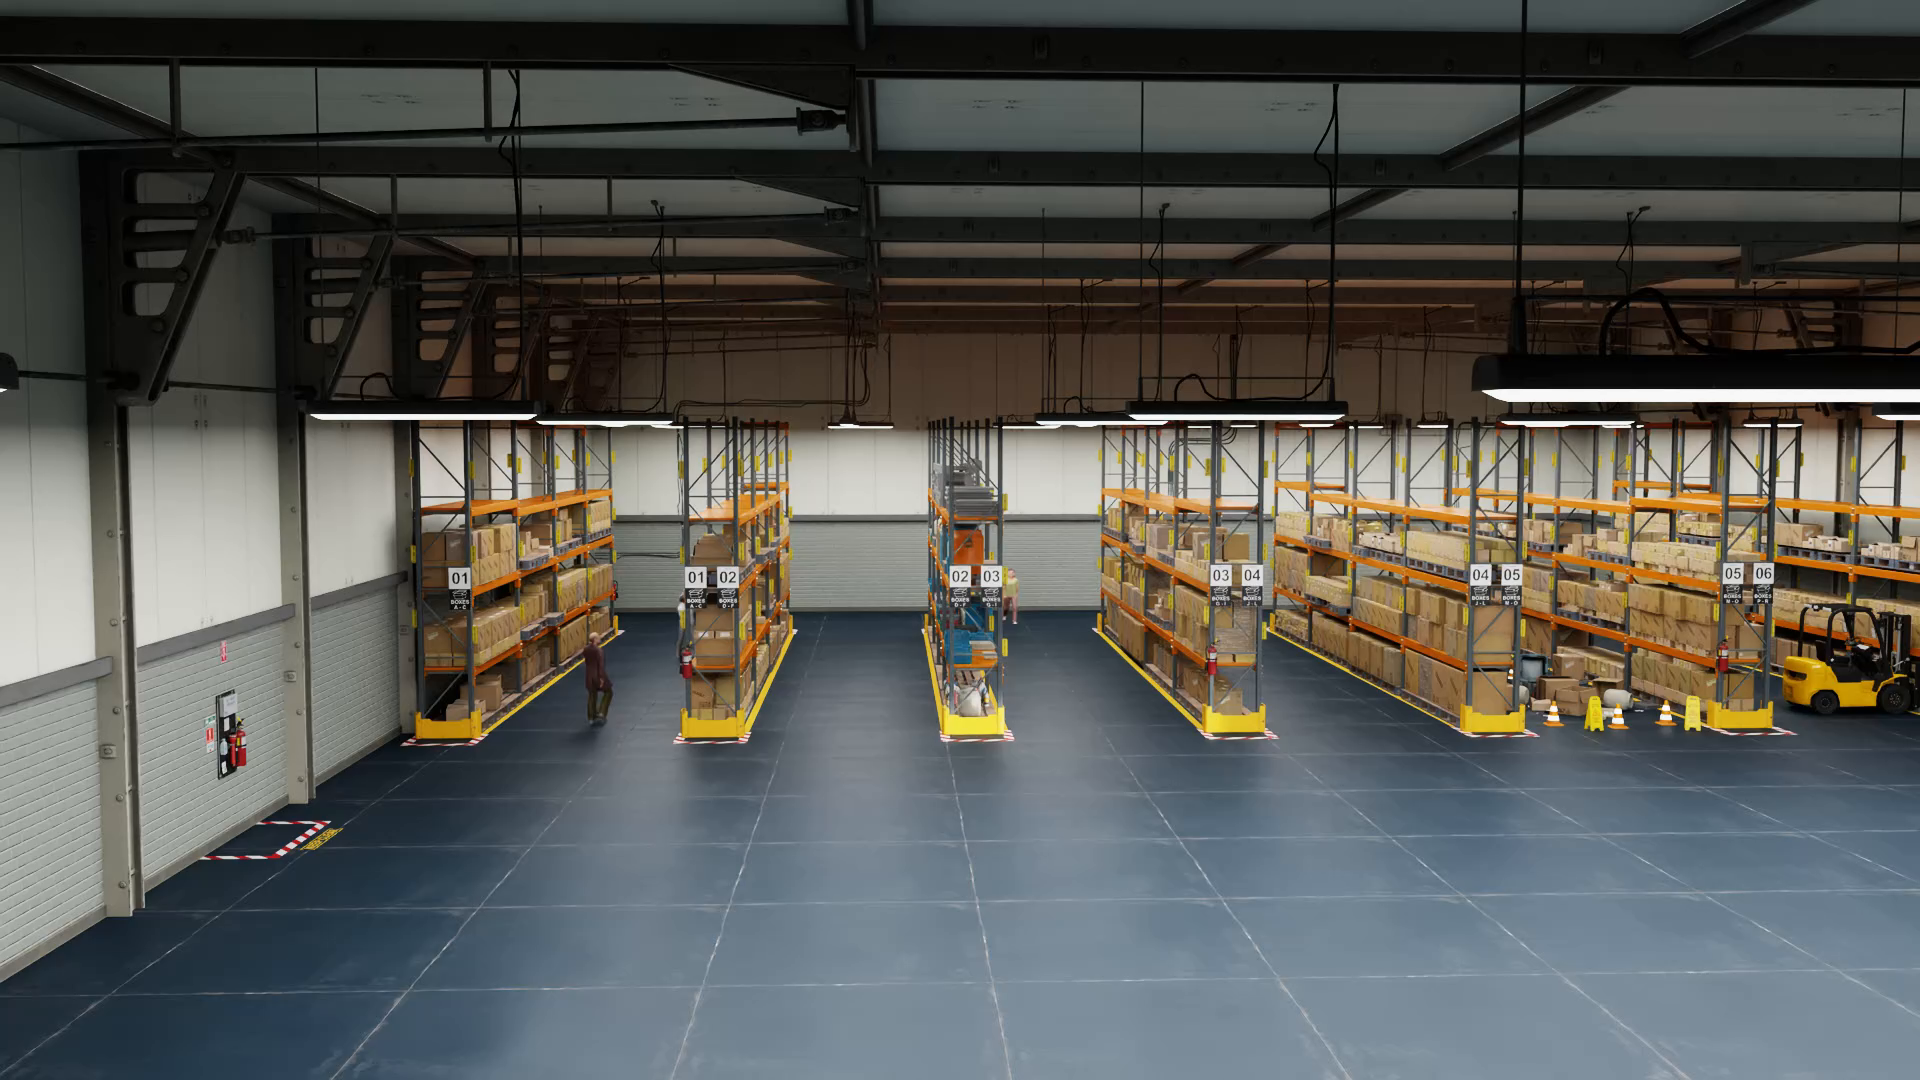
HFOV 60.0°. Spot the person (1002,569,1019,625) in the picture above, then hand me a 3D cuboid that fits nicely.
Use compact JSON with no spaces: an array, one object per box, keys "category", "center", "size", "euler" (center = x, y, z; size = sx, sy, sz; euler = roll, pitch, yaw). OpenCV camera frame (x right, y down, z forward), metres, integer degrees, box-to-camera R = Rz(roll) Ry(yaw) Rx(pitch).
[{"category":"person","center":[1.513,1.671,49.454],"size":[0.471,1.628,0.925],"euler":[-1,4,-8]}]

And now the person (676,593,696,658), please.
[{"category":"person","center":[-6.876,2.161,42.093],"size":[0.622,1.690,0.569],"euler":[-3,5,-41]}]

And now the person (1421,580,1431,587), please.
[{"category":"person","center":[12.542,1.911,44.785],"size":[0.633,1.819,0.532],"euler":[-2,4,-26]}]

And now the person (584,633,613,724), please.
[{"category":"person","center":[-7.096,2.719,32.549],"size":[0.560,1.828,0.525],"euler":[1,4,20]}]
